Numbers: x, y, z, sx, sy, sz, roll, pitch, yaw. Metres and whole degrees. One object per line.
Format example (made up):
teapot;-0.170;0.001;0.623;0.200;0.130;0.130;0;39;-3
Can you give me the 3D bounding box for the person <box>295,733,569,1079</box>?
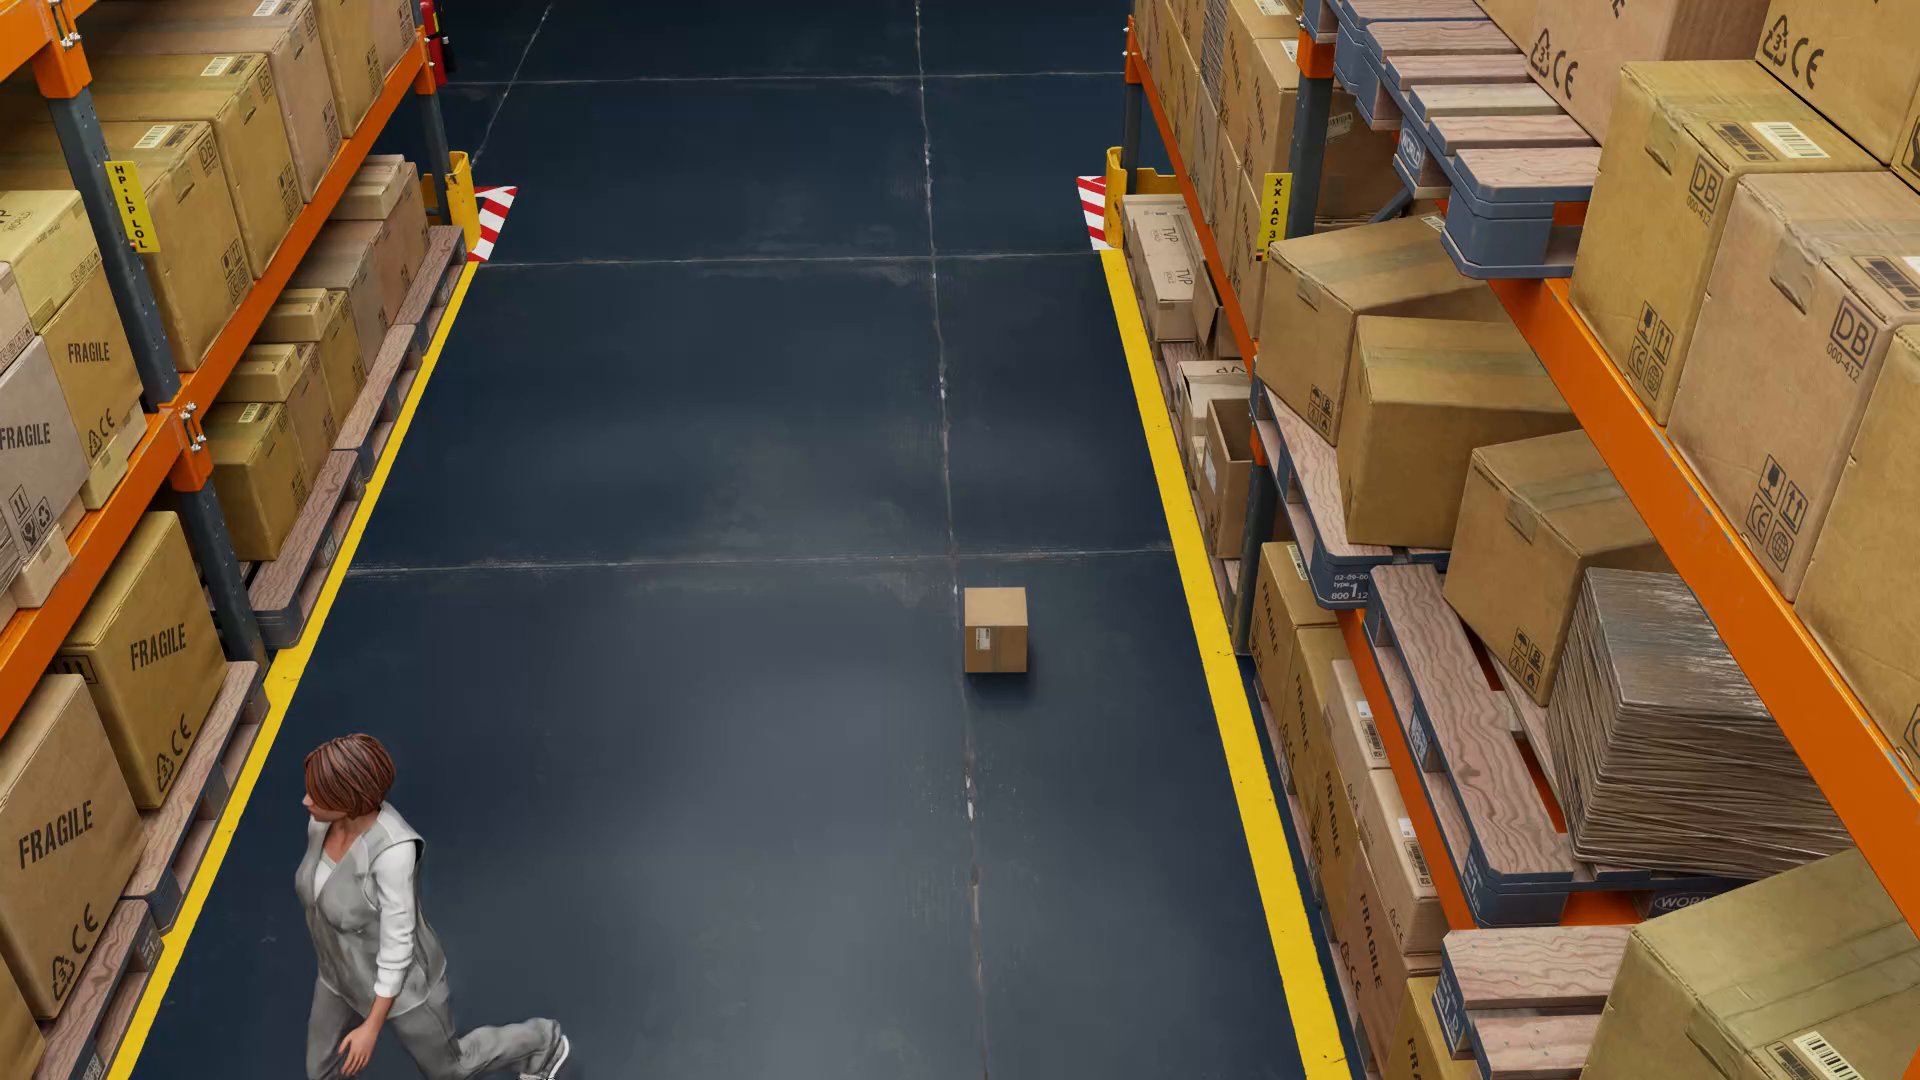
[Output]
person;-1.586;1.184;4.509;0.410;1.543;0.902;23;42;28
